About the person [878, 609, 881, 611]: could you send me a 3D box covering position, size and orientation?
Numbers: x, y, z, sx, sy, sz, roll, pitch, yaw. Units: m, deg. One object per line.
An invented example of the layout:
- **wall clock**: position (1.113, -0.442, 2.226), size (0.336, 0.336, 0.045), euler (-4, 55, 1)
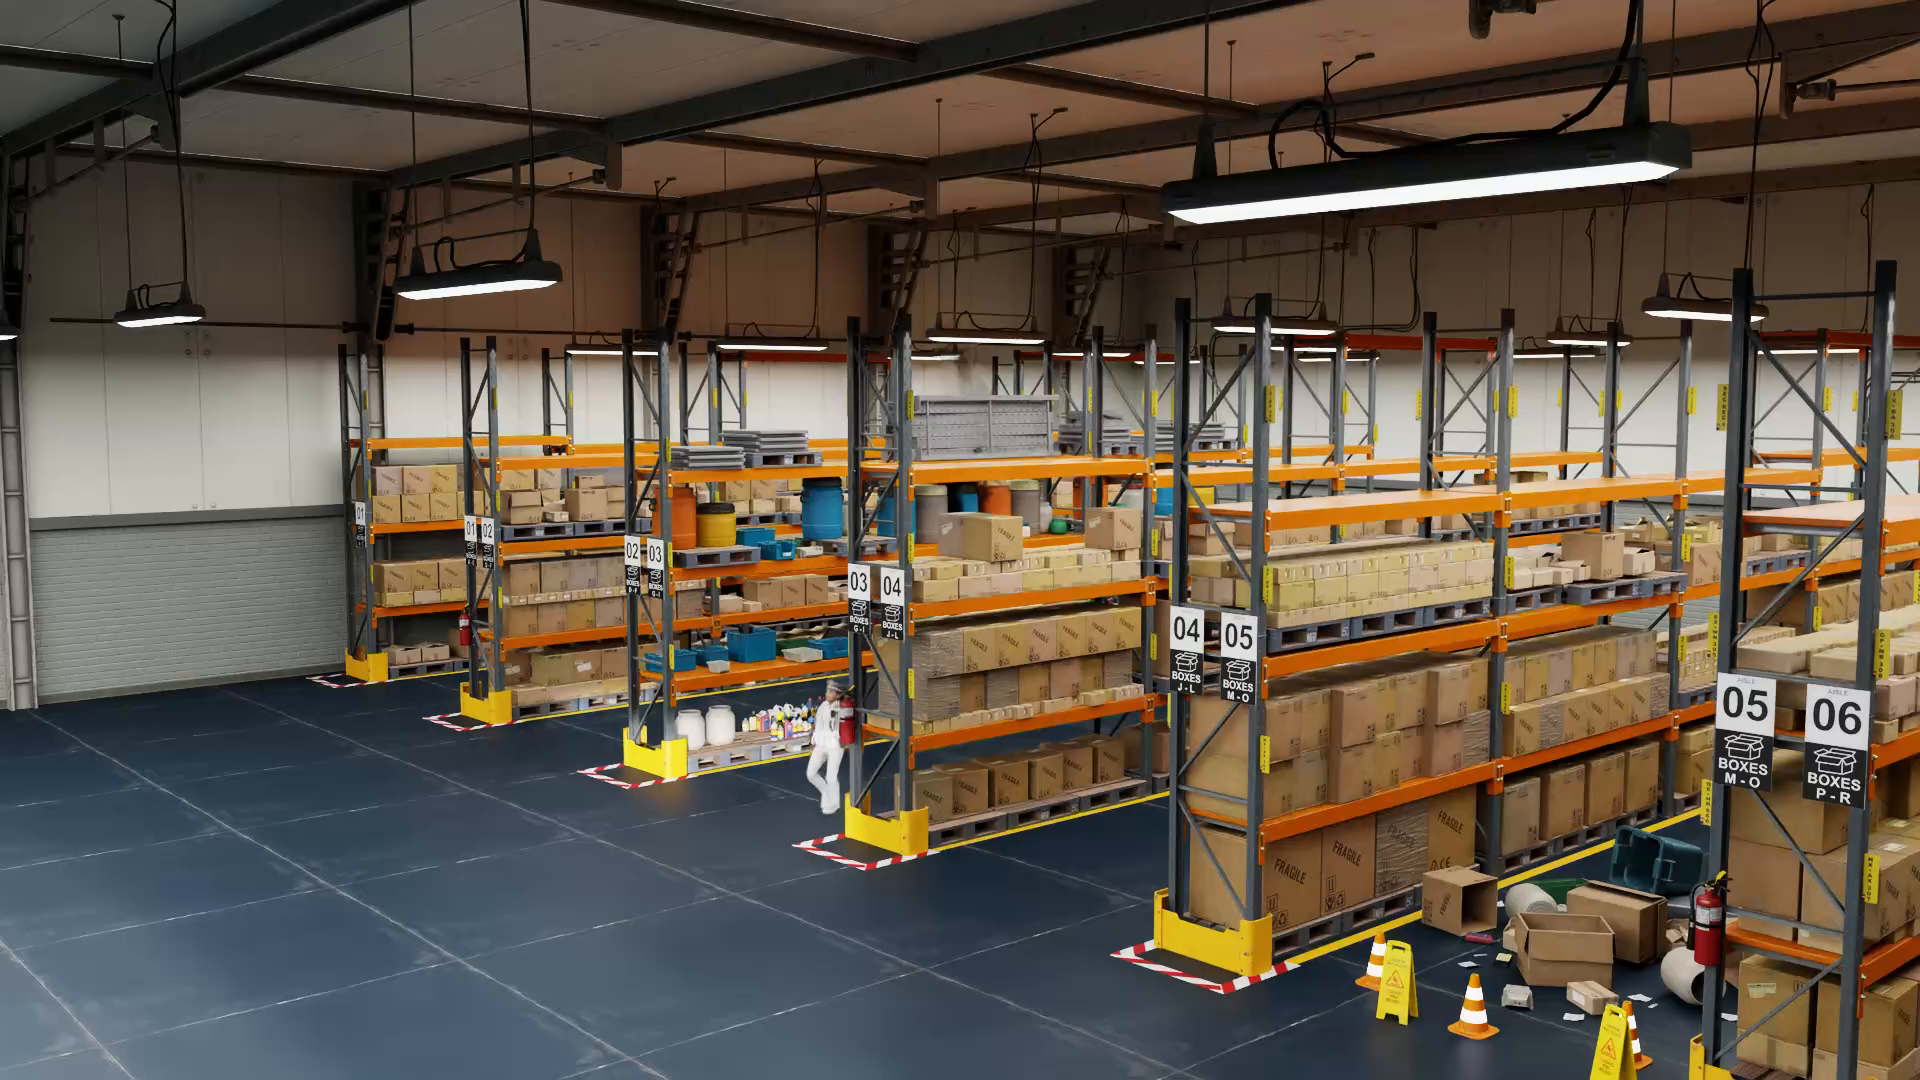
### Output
- **person**: position (-1.499, 1.133, 35.051), size (1.001, 1.772, 0.667), euler (-5, 7, -41)

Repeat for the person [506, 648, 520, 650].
- **person**: position (-7.790, 1.794, 28.738), size (0.586, 1.601, 0.543), euler (5, 7, 42)

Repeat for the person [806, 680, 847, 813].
- **person**: position (-1.594, 2.521, 20.275), size (0.611, 1.659, 0.553), euler (3, 6, 29)
